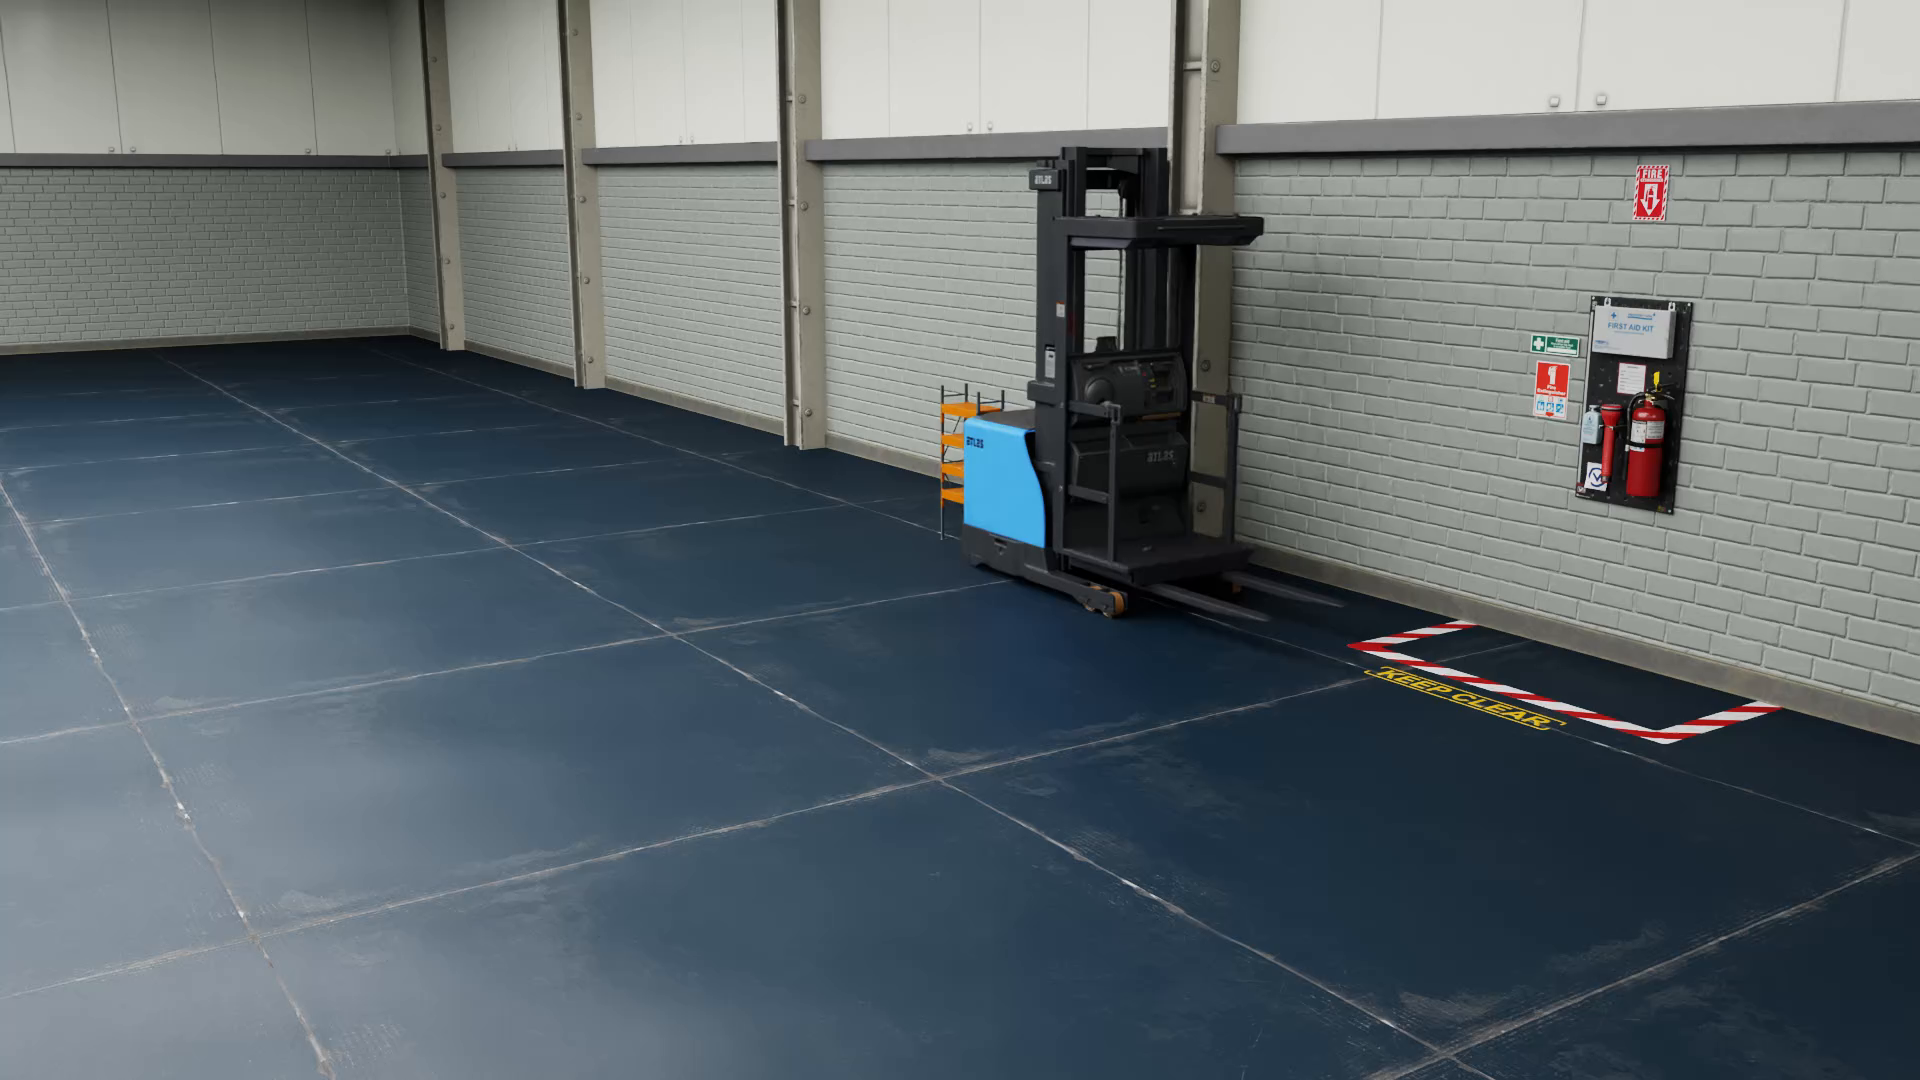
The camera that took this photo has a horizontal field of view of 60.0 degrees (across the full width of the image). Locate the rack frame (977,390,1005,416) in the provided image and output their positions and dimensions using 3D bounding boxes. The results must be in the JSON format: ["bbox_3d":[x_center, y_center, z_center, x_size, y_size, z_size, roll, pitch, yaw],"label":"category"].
[{"bbox_3d":[0.227,-0.513,12.401,0.240,1.200,0.015,-8,15,-33],"label":"rack frame"}]

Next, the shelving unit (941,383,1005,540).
[{"bbox_3d":[0.092,-0.557,12.599,0.258,1.200,0.503,-8,15,-33],"label":"shelving unit"}]

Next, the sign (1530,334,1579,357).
[{"bbox_3d":[3.480,-1.141,9.732,0.001,0.109,0.331,-8,15,-33],"label":"sign"}]

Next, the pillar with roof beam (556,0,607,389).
[{"bbox_3d":[-8.514,-5.934,18.933,9.100,9.000,0.400,-8,15,-33],"label":"pillar with roof beam"}]

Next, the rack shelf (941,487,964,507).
[{"bbox_3d":[0.092,-0.297,12.656,0.258,0.148,0.480,-8,15,-33],"label":"rack shelf"}]

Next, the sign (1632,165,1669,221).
[{"bbox_3d":[3.784,-1.901,9.108,0.001,0.298,0.199,-8,15,-33],"label":"sign"}]

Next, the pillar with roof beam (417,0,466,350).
[{"bbox_3d":[-11.838,-7.001,23.812,9.100,9.000,0.400,-8,15,-33],"label":"pillar with roof beam"}]

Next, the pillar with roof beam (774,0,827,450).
[{"bbox_3d":[-5.190,-4.867,14.053,9.100,9.000,0.400,-8,15,-33],"label":"pillar with roof beam"}]

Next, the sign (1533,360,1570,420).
[{"bbox_3d":[3.485,-0.884,9.797,0.001,0.329,0.234,-8,15,-33],"label":"sign"}]

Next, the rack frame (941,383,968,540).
[{"bbox_3d":[-0.043,-0.600,12.797,0.240,1.200,0.015,-8,15,-33],"label":"rack frame"}]

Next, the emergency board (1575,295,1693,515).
[{"bbox_3d":[3.705,-0.756,9.295,0.194,1.169,0.643,-8,15,-33],"label":"emergency board"}]

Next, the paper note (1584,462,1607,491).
[{"bbox_3d":[3.664,-0.365,9.571,0.016,0.148,0.142,-8,15,-33],"label":"paper note"}]

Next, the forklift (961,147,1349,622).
[{"bbox_3d":[1.237,-1.053,10.814,1.130,2.935,3.031,-8,15,-32],"label":"forklift"}]

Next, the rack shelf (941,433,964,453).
[{"bbox_3d":[0.092,-0.710,12.566,0.258,0.148,0.480,-8,15,-33],"label":"rack shelf"}]

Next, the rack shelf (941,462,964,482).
[{"bbox_3d":[0.092,-0.491,12.613,0.258,0.148,0.480,-8,15,-33],"label":"rack shelf"}]

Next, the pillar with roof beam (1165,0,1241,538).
[{"bbox_3d":[-1.866,-3.800,9.174,9.100,9.000,0.400,-8,15,-33],"label":"pillar with roof beam"}]

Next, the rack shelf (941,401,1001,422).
[{"bbox_3d":[0.092,-0.941,12.515,0.258,0.148,0.480,-8,15,-33],"label":"rack shelf"}]
